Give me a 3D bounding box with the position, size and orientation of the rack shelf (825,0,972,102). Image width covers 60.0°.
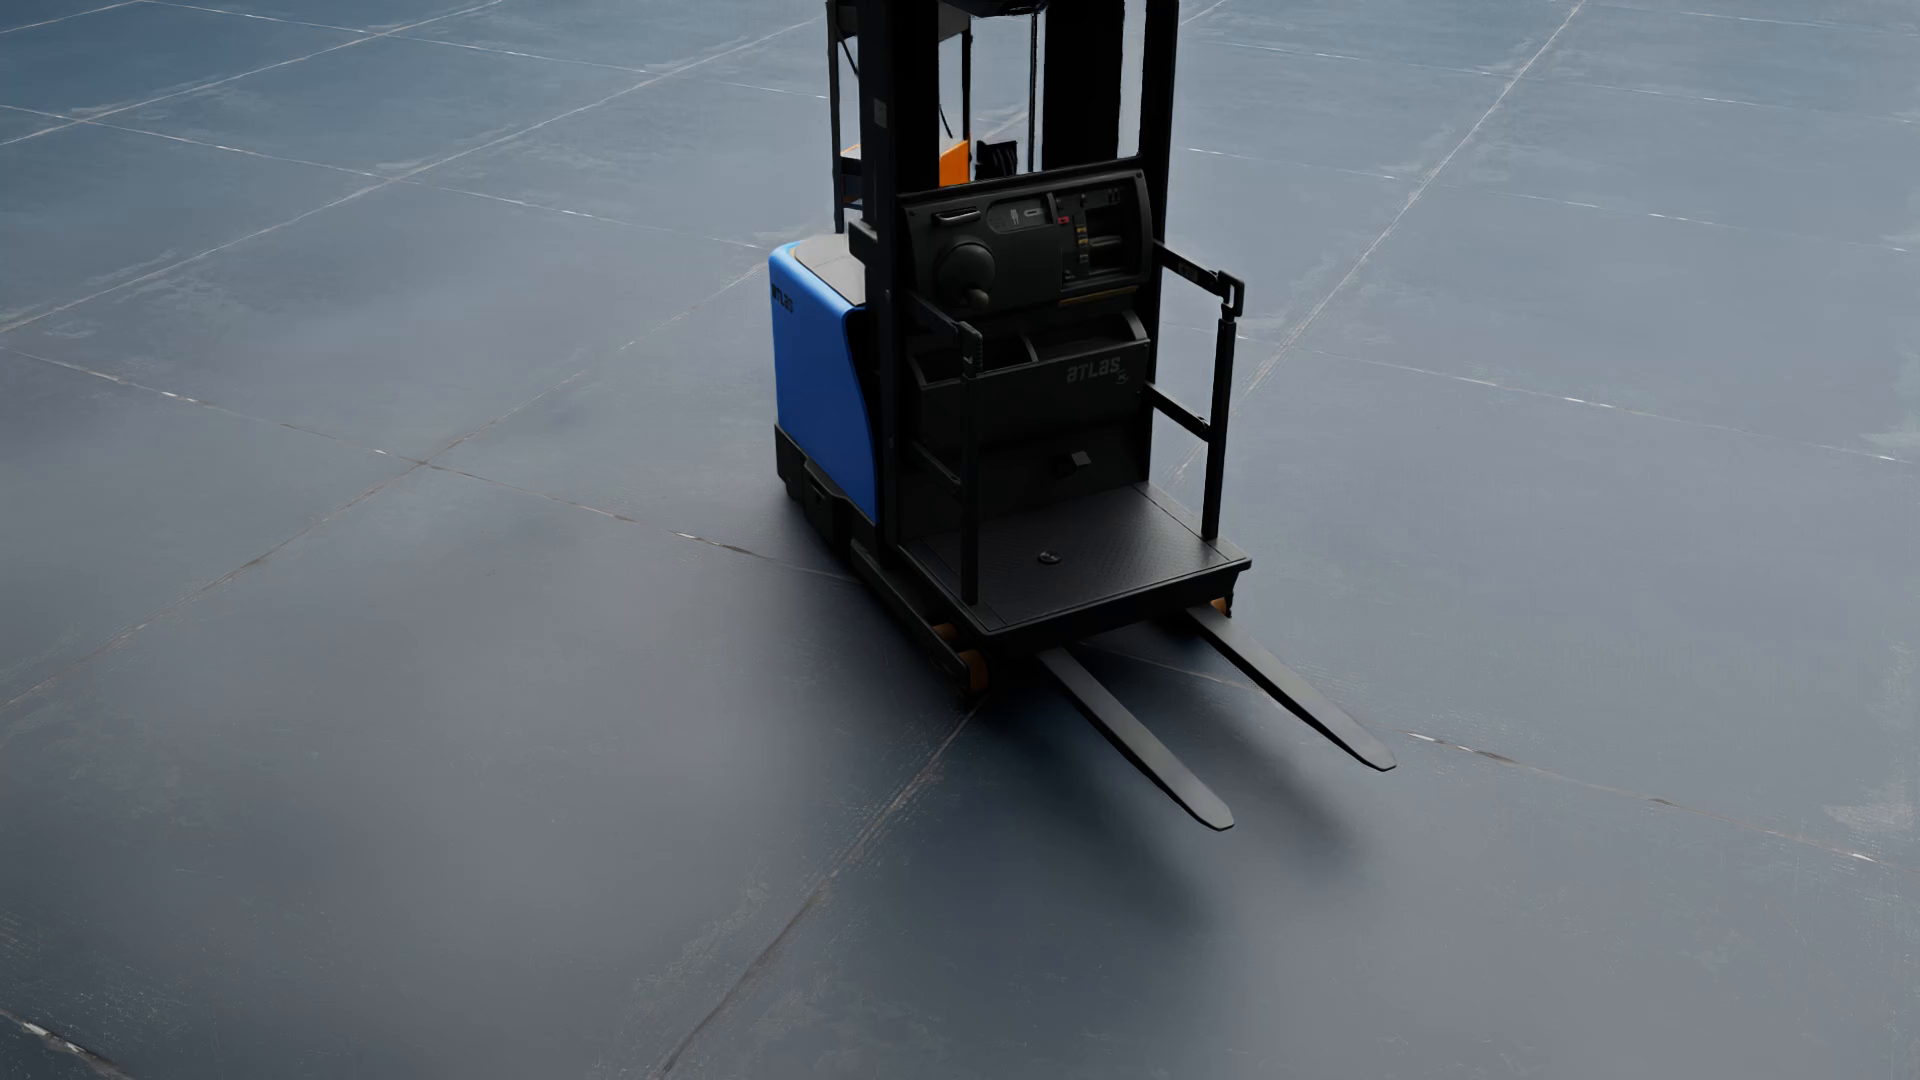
[{"bbox_3d":[-0.248,-2.103,6.925,0.431,0.518,0.480,14,33,23],"label":"rack shelf"}]

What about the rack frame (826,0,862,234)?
[{"bbox_3d":[-0.359,-1.399,7.078,0.400,2.100,0.015,14,33,23],"label":"rack frame"}]

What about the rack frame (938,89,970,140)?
[{"bbox_3d":[-0.138,-1.616,7.456,0.400,2.100,0.015,14,33,23],"label":"rack frame"}]

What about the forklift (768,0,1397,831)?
[{"bbox_3d":[0.346,-0.978,5.510,1.130,2.935,3.031,-15,33,-24],"label":"forklift"}]

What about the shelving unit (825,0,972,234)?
[{"bbox_3d":[-0.248,-1.508,7.267,0.431,2.100,0.503,14,33,23],"label":"shelving unit"}]

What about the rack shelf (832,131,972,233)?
[{"bbox_3d":[-0.248,-1.496,7.274,0.431,0.518,0.480,14,33,23],"label":"rack shelf"}]
